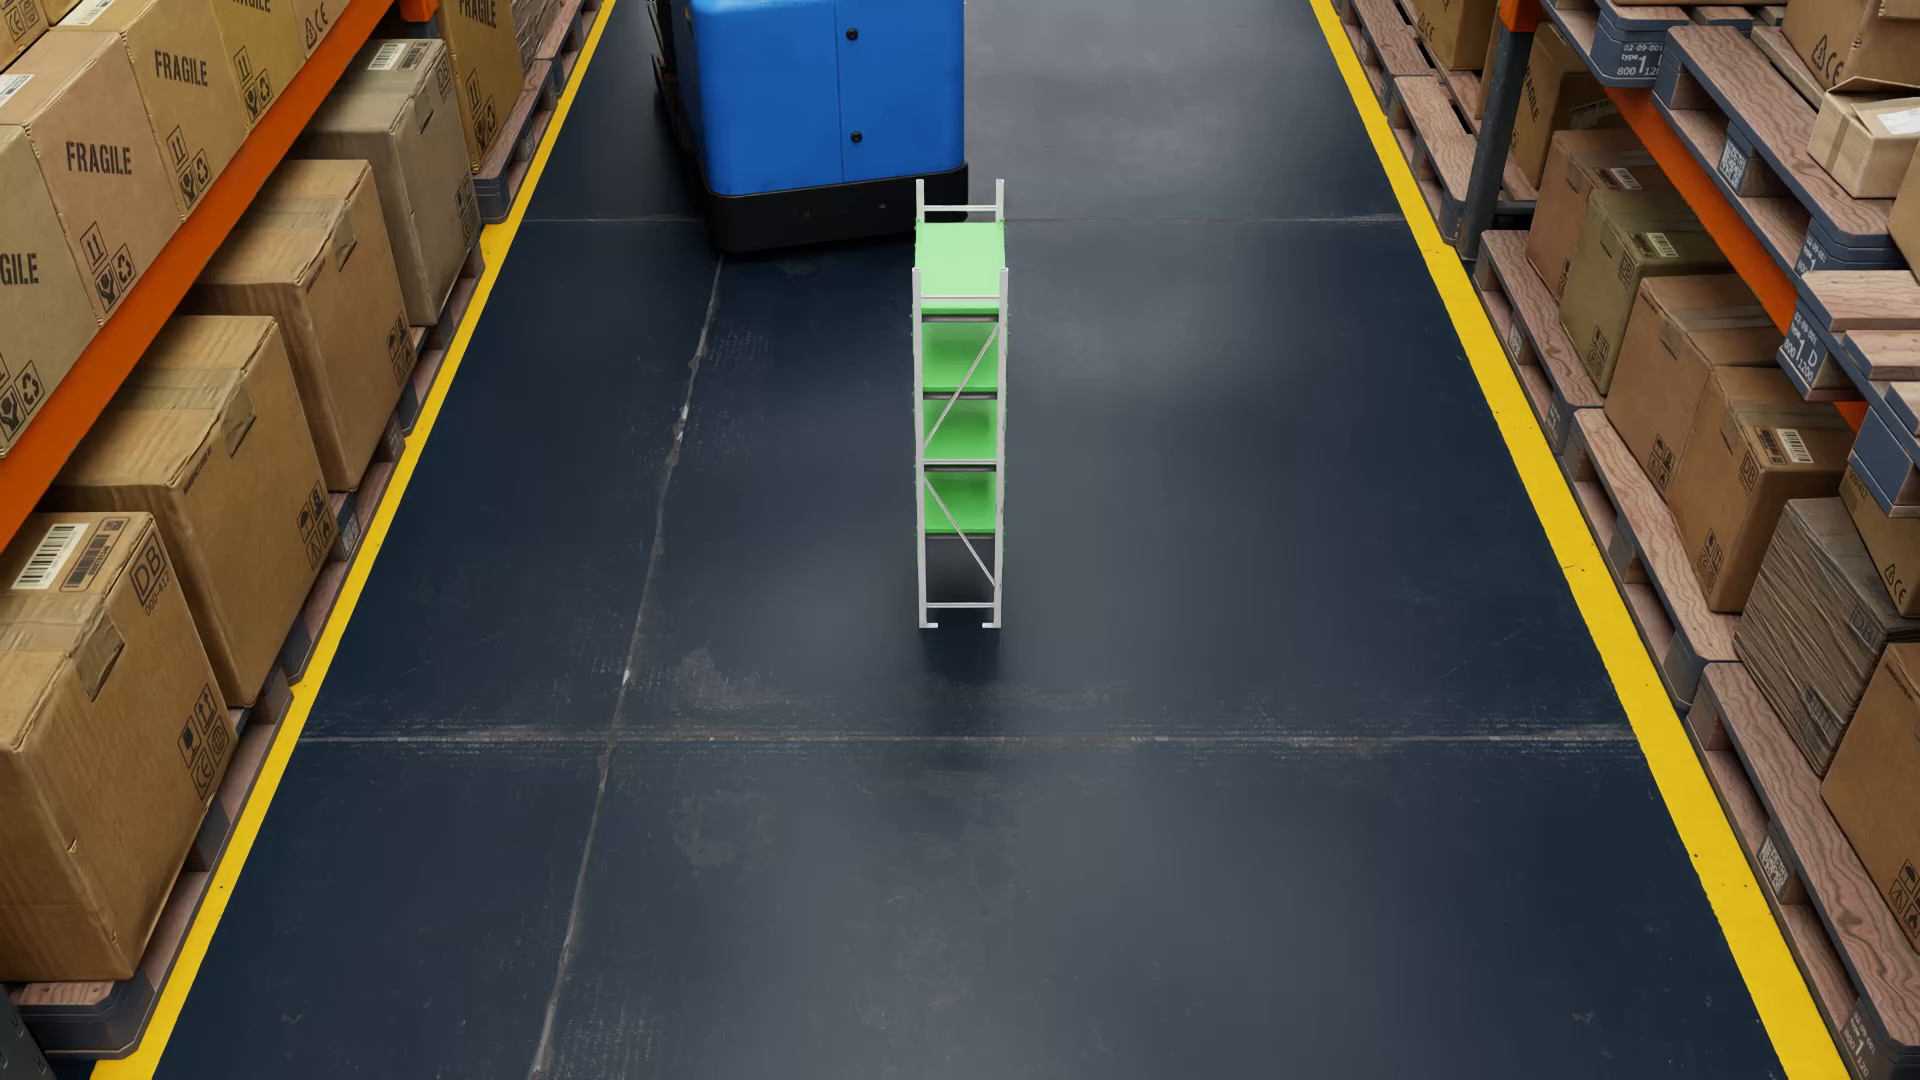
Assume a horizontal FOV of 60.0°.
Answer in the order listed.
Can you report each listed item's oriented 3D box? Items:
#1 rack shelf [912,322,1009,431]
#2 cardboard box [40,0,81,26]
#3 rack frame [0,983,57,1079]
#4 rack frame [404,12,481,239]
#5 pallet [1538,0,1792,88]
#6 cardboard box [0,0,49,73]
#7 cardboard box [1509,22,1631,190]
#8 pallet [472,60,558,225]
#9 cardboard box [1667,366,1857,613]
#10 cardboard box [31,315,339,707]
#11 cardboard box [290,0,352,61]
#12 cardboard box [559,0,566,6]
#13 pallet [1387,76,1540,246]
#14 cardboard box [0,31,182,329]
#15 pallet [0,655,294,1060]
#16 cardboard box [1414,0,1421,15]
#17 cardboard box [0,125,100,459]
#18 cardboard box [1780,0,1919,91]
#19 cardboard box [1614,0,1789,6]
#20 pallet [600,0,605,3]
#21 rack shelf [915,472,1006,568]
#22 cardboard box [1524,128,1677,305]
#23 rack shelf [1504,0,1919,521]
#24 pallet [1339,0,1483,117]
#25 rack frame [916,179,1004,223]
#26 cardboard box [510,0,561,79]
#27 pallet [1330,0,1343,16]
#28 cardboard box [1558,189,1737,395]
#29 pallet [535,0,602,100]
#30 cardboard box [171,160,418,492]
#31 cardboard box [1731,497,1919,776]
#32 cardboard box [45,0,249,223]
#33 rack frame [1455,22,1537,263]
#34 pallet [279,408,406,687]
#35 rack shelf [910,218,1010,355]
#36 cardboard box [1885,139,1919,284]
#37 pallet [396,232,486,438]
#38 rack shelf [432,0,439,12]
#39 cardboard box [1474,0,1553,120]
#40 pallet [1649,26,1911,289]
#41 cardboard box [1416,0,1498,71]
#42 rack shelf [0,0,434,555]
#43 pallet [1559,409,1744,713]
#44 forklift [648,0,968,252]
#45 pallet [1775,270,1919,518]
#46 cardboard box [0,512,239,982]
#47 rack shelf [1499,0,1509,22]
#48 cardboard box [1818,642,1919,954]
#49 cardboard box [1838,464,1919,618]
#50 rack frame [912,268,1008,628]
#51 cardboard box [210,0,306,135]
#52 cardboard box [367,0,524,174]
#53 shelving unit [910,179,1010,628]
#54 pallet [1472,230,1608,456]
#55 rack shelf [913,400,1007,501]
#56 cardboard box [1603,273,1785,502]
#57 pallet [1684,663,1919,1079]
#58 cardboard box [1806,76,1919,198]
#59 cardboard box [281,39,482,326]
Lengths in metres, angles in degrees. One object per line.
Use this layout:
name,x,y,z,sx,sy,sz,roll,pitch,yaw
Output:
rack shelf,0.000,-0.502,4.635,0.258,0.148,0.480,0,39,0
cardboard box,-2.450,-1.539,3.892,0.700,0.500,0.500,0,39,0
rack frame,-2.451,0.128,2.692,0.949,2.616,0.053,0,39,0
rack frame,-2.459,-2.374,5.813,1.000,3.000,0.127,0,39,0
pallet,2.357,-1.761,5.202,1.003,0.211,1.213,0,39,0
cardboard box,-2.449,-1.219,3.493,0.700,0.500,0.500,-1,39,-1
cardboard box,2.541,-1.753,6.702,0.500,0.500,0.500,-1,39,-1
pallet,-2.381,-1.761,7.279,1.003,0.211,1.213,0,39,0
cardboard box,2.464,-0.129,4.660,0.700,0.500,0.500,3,39,4
cardboard box,-2.369,-0.086,4.422,1.050,0.750,0.750,1,39,1
cardboard box,-2.190,-1.771,4.981,0.500,0.500,0.500,0,39,-1
cardboard box,-2.393,-3.236,8.252,0.875,0.875,0.875,-1,39,-1
pallet,2.465,-1.646,7.135,1.003,0.211,1.213,0,39,0
cardboard box,-2.188,-0.826,3.802,0.500,0.500,0.500,0,39,0
pallet,-2.380,0.723,4.179,1.003,0.211,1.213,0,39,0
cardboard box,2.497,-2.848,8.069,0.500,0.500,0.500,3,39,4
cardboard box,-2.188,-0.510,3.408,0.500,0.500,0.500,0,39,0
cardboard box,2.596,-1.434,4.223,0.797,0.503,0.637,4,39,5
cardboard box,2.362,-2.215,4.800,1.000,1.000,1.000,0,39,0
pallet,-2.384,-3.287,9.183,1.003,0.211,1.213,0,39,0
rack shelf,0.000,-0.128,4.936,0.258,0.148,0.480,0,39,0
cardboard box,2.481,-1.126,5.904,0.700,0.500,0.500,-3,39,-4
rack shelf,2.504,-0.783,4.403,1.077,0.370,4.000,0,39,0
pallet,2.461,-2.411,8.090,1.003,0.211,1.213,0,39,0
rack frame,0.000,-0.517,4.936,0.240,1.200,0.015,0,39,0
cardboard box,-2.394,-2.666,7.541,0.875,0.875,0.875,0,39,0
pallet,2.462,-3.172,9.039,1.003,0.211,1.213,0,39,0
cardboard box,2.462,-0.828,5.532,0.700,0.500,0.500,0,39,0
pallet,-2.386,-2.526,8.233,1.003,0.211,1.213,0,39,0
cardboard box,-2.371,-0.668,5.149,1.050,0.750,0.750,0,39,0
cardboard box,2.472,0.225,4.217,0.700,0.500,0.500,-3,39,-4
cardboard box,-2.187,-1.137,4.190,0.500,0.500,0.500,0,39,-1
rack frame,2.501,-2.314,5.739,1.000,3.000,0.127,0,39,0
pallet,-2.378,-0.038,5.129,1.003,0.211,1.213,0,39,0
rack shelf,0.000,-0.689,4.485,0.258,0.148,0.480,0,39,0
cardboard box,2.365,-0.702,3.312,0.700,0.500,0.500,5,39,7
pallet,-2.383,-0.803,6.083,1.003,0.211,1.213,0,39,0
rack shelf,-2.461,-3.344,7.599,1.077,0.370,4.000,0,39,0
cardboard box,2.533,-2.111,7.149,0.500,0.500,0.500,12,40,14
pallet,2.463,-0.976,4.222,1.003,0.211,1.213,0,39,0
cardboard box,2.453,-2.499,7.633,0.500,0.500,0.500,-3,39,-4
rack shelf,-2.456,-0.842,4.478,1.077,0.370,4.000,0,39,0
pallet,2.508,0.026,5.049,1.003,0.211,1.213,0,39,0
forklift,-0.832,-3.204,6.904,1.130,2.935,3.031,-9,40,-11
pallet,2.399,-0.183,3.234,1.213,0.211,1.003,0,39,0
cardboard box,-2.365,0.461,3.740,1.050,0.750,0.750,-1,39,-1
rack shelf,2.499,-3.284,7.525,1.077,0.370,4.000,0,39,0
cardboard box,2.485,0.572,3.785,0.700,0.500,0.500,-2,39,-2
cardboard box,2.464,-0.052,3.964,0.500,0.250,0.500,4,39,5
rack frame,0.000,-0.212,4.555,0.240,1.200,0.015,0,39,0
cardboard box,-2.190,-1.455,4.587,0.500,0.500,0.500,0,39,0
cardboard box,-2.390,-2.102,6.837,0.875,0.875,0.875,1,39,1
shelving unit,0.000,-0.365,4.746,0.258,1.200,0.503,0,39,0
pallet,2.504,-0.739,6.004,1.003,0.211,1.213,0,39,0
rack shelf,0.000,-0.315,4.786,0.258,0.148,0.480,0,39,0
cardboard box,2.463,-0.478,5.095,0.700,0.500,0.500,-3,39,-4
pallet,2.506,0.787,4.099,1.003,0.211,1.213,0,39,0
cardboard box,2.234,-0.967,3.829,0.396,0.266,0.258,-1,39,-1
cardboard box,-2.368,-1.272,5.901,1.050,0.750,0.750,0,39,0
